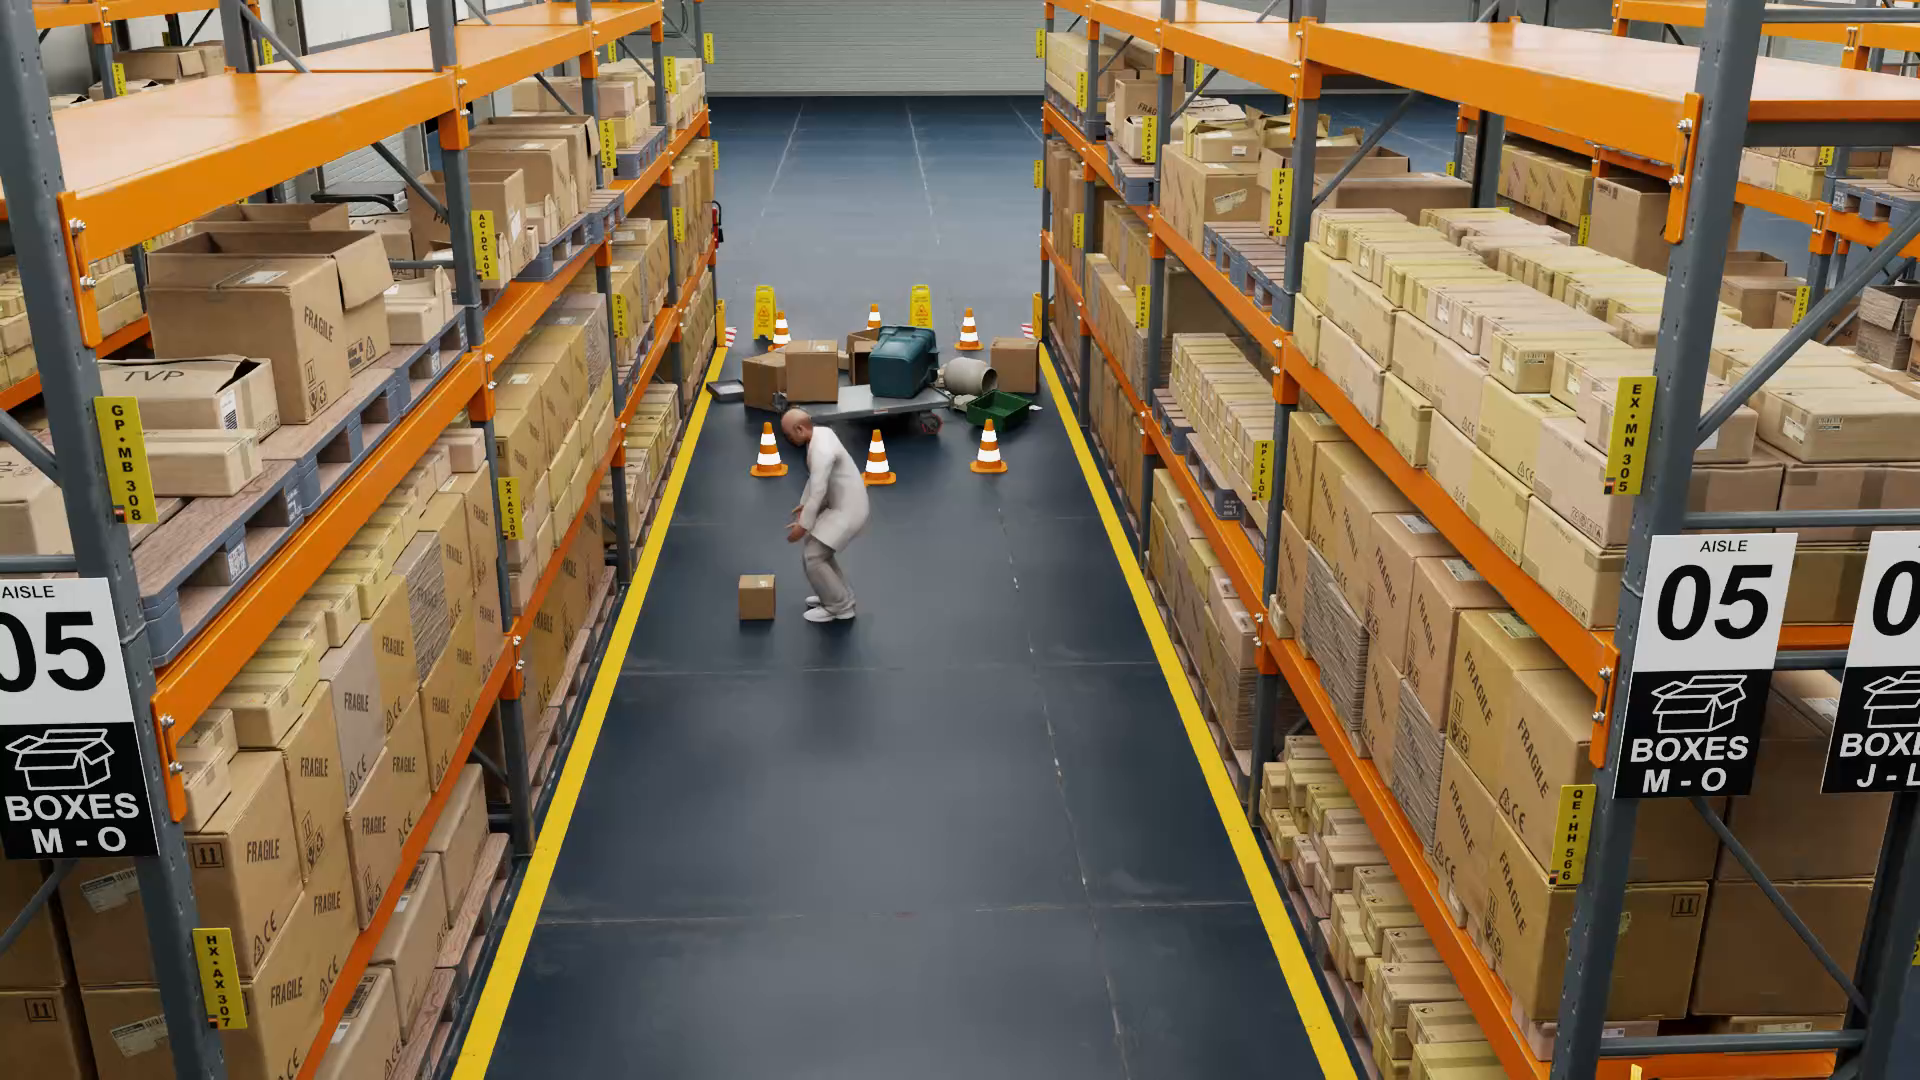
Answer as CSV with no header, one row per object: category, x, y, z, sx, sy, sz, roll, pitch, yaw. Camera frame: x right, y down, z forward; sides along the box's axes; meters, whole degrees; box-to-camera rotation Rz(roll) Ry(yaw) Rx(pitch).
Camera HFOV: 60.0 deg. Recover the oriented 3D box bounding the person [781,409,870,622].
person,-0.953,-0.187,11.941,0.612,1.557,0.624,-1,20,-3
